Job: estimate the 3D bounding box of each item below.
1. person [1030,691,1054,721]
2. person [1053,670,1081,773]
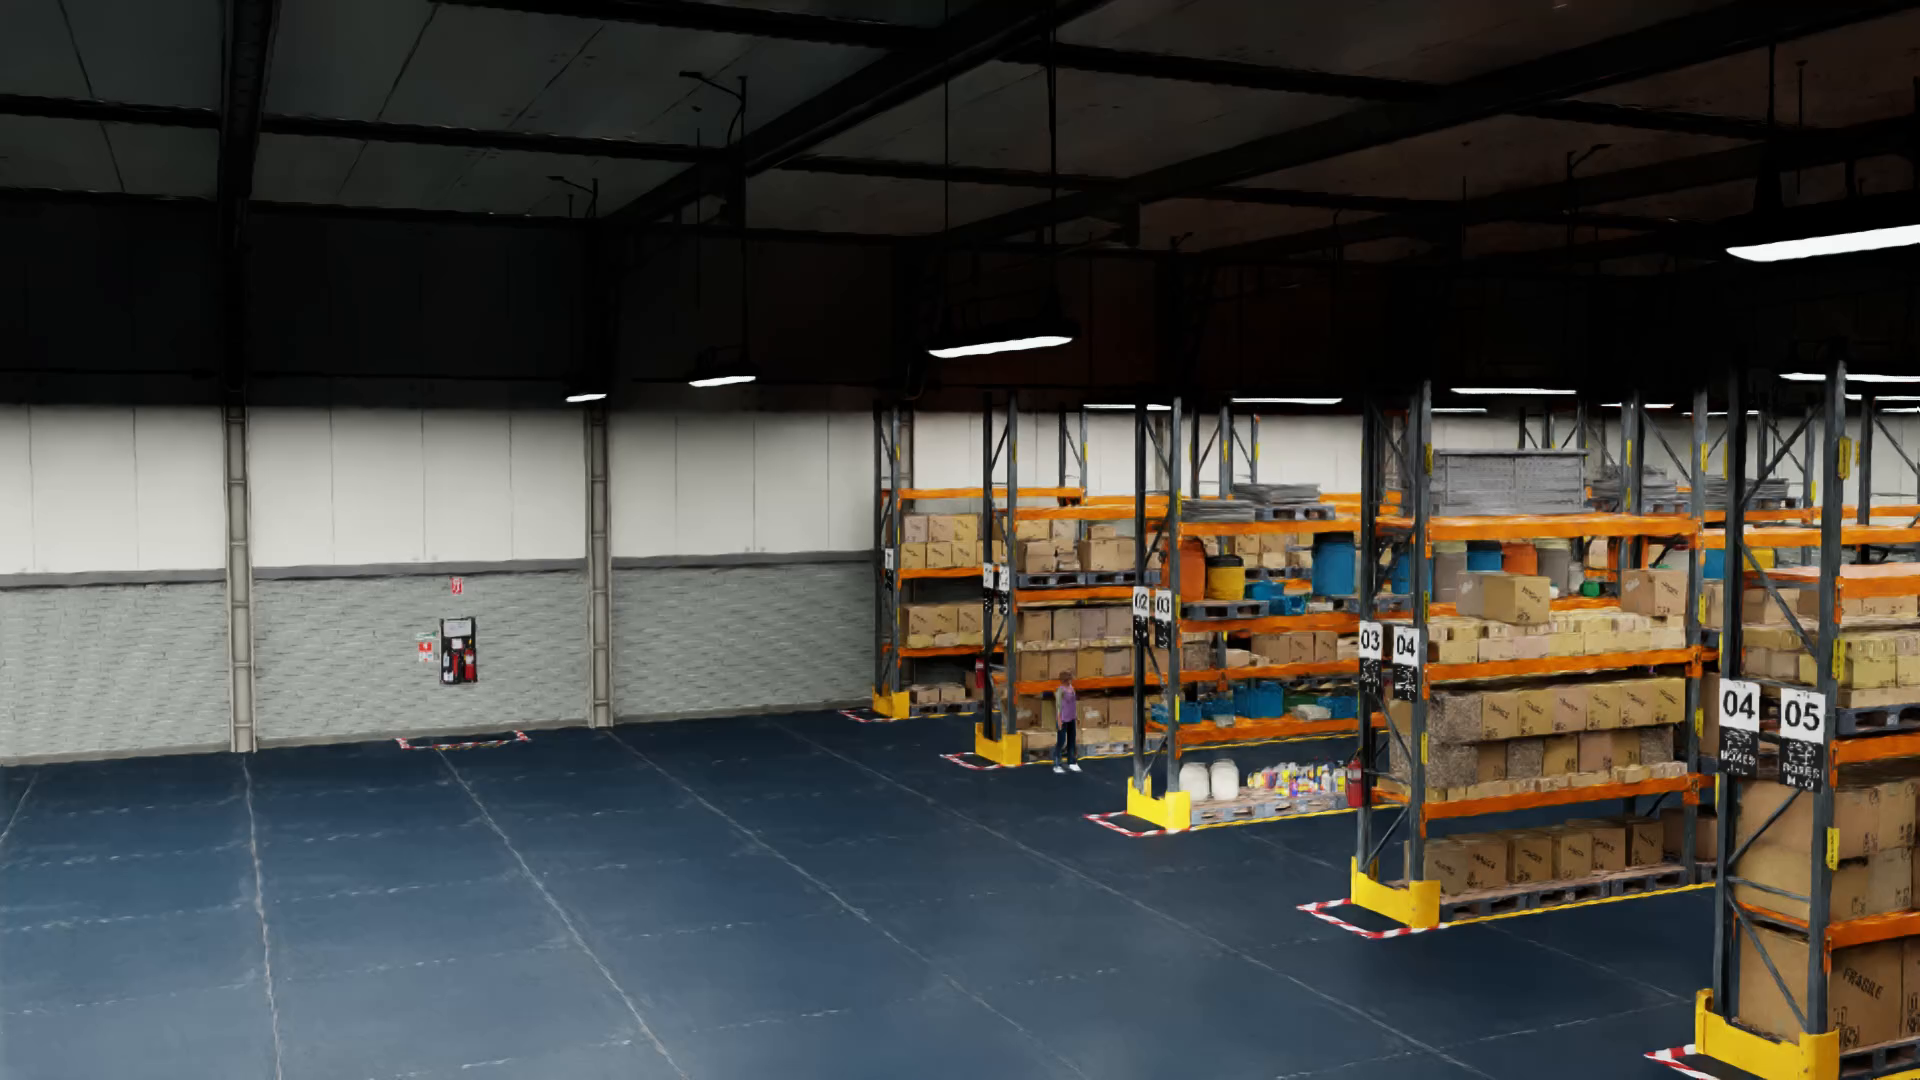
[{"bbox_3d":[1.545,2.622,29.819,1.000,1.571,0.478,-2,4,-33],"label":"person"},{"bbox_3d":[1.686,2.836,26.069,0.406,1.600,0.468,3,4,40],"label":"person"}]
